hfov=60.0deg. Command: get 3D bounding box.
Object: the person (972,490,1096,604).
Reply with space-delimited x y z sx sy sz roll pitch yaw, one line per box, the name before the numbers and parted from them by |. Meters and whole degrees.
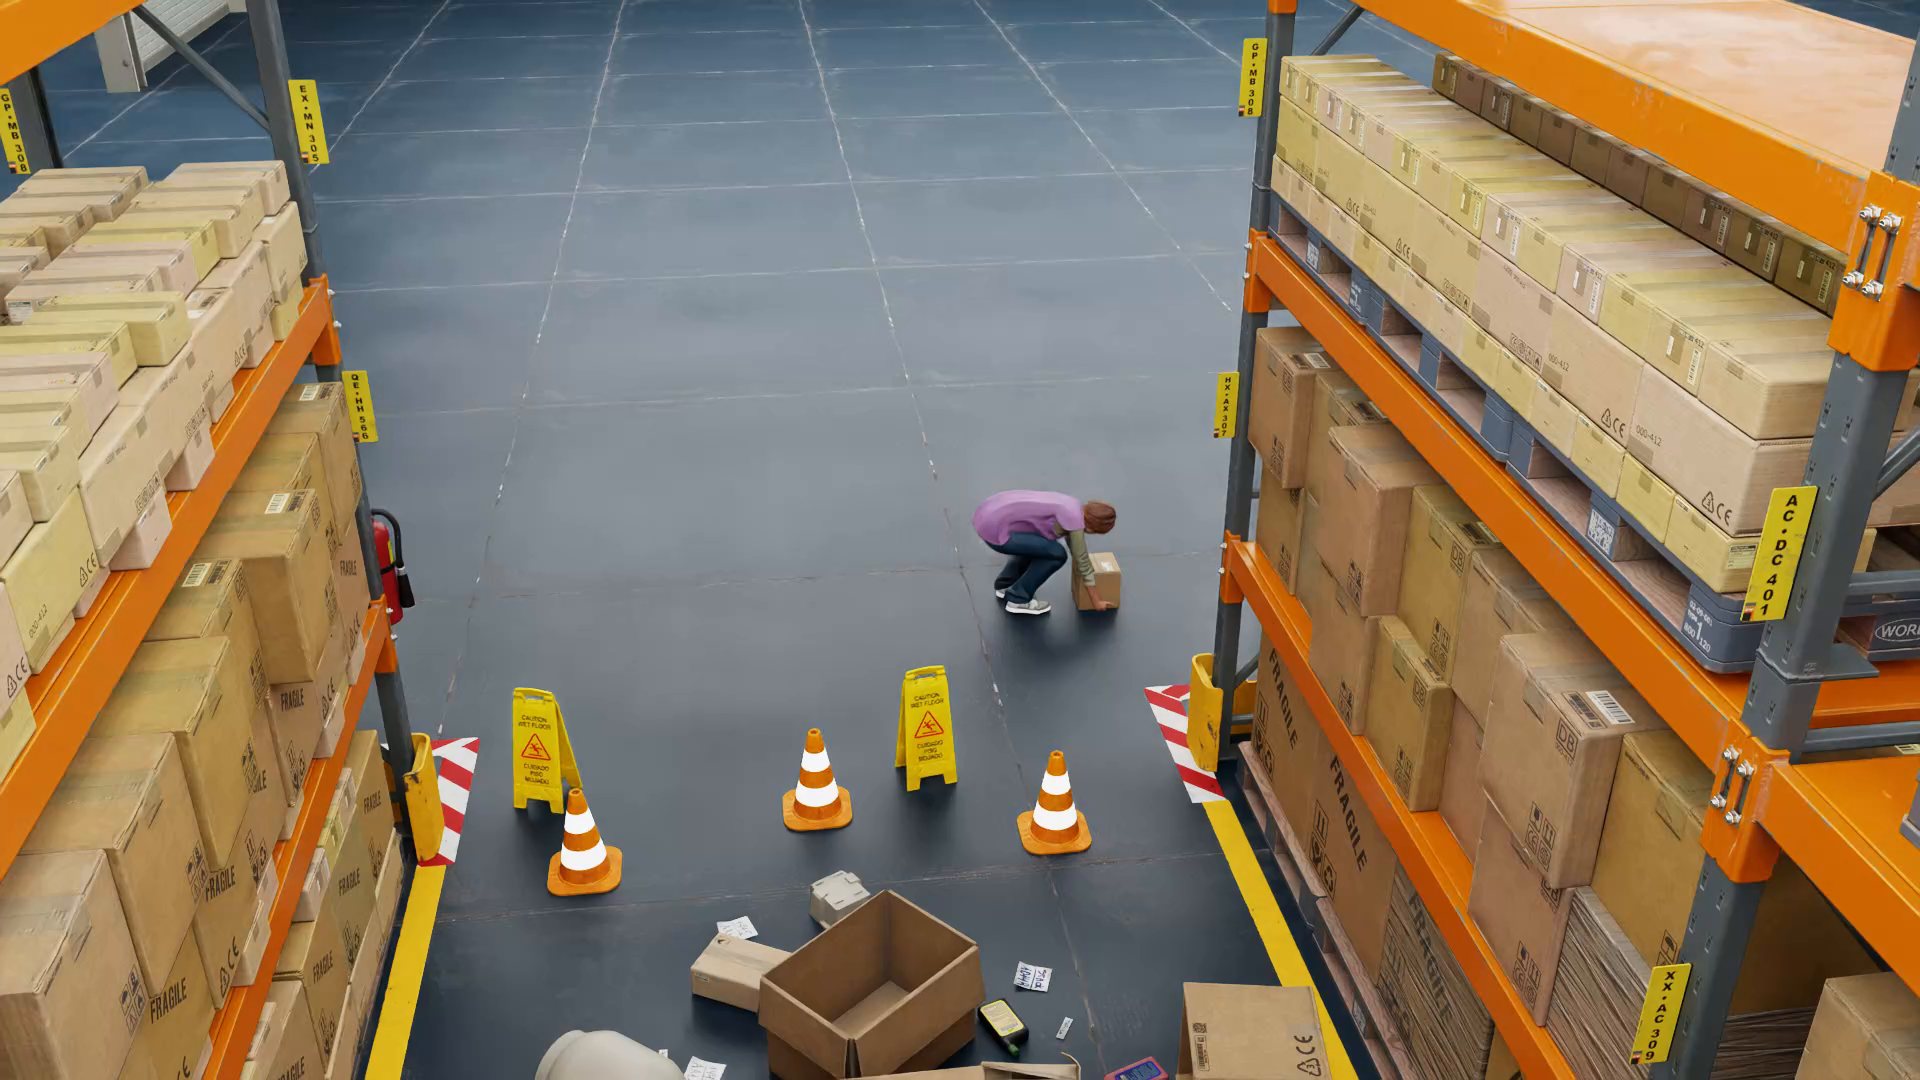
person | 0.433 0.018 9.901 0.732 0.674 0.425 -5 28 -9
